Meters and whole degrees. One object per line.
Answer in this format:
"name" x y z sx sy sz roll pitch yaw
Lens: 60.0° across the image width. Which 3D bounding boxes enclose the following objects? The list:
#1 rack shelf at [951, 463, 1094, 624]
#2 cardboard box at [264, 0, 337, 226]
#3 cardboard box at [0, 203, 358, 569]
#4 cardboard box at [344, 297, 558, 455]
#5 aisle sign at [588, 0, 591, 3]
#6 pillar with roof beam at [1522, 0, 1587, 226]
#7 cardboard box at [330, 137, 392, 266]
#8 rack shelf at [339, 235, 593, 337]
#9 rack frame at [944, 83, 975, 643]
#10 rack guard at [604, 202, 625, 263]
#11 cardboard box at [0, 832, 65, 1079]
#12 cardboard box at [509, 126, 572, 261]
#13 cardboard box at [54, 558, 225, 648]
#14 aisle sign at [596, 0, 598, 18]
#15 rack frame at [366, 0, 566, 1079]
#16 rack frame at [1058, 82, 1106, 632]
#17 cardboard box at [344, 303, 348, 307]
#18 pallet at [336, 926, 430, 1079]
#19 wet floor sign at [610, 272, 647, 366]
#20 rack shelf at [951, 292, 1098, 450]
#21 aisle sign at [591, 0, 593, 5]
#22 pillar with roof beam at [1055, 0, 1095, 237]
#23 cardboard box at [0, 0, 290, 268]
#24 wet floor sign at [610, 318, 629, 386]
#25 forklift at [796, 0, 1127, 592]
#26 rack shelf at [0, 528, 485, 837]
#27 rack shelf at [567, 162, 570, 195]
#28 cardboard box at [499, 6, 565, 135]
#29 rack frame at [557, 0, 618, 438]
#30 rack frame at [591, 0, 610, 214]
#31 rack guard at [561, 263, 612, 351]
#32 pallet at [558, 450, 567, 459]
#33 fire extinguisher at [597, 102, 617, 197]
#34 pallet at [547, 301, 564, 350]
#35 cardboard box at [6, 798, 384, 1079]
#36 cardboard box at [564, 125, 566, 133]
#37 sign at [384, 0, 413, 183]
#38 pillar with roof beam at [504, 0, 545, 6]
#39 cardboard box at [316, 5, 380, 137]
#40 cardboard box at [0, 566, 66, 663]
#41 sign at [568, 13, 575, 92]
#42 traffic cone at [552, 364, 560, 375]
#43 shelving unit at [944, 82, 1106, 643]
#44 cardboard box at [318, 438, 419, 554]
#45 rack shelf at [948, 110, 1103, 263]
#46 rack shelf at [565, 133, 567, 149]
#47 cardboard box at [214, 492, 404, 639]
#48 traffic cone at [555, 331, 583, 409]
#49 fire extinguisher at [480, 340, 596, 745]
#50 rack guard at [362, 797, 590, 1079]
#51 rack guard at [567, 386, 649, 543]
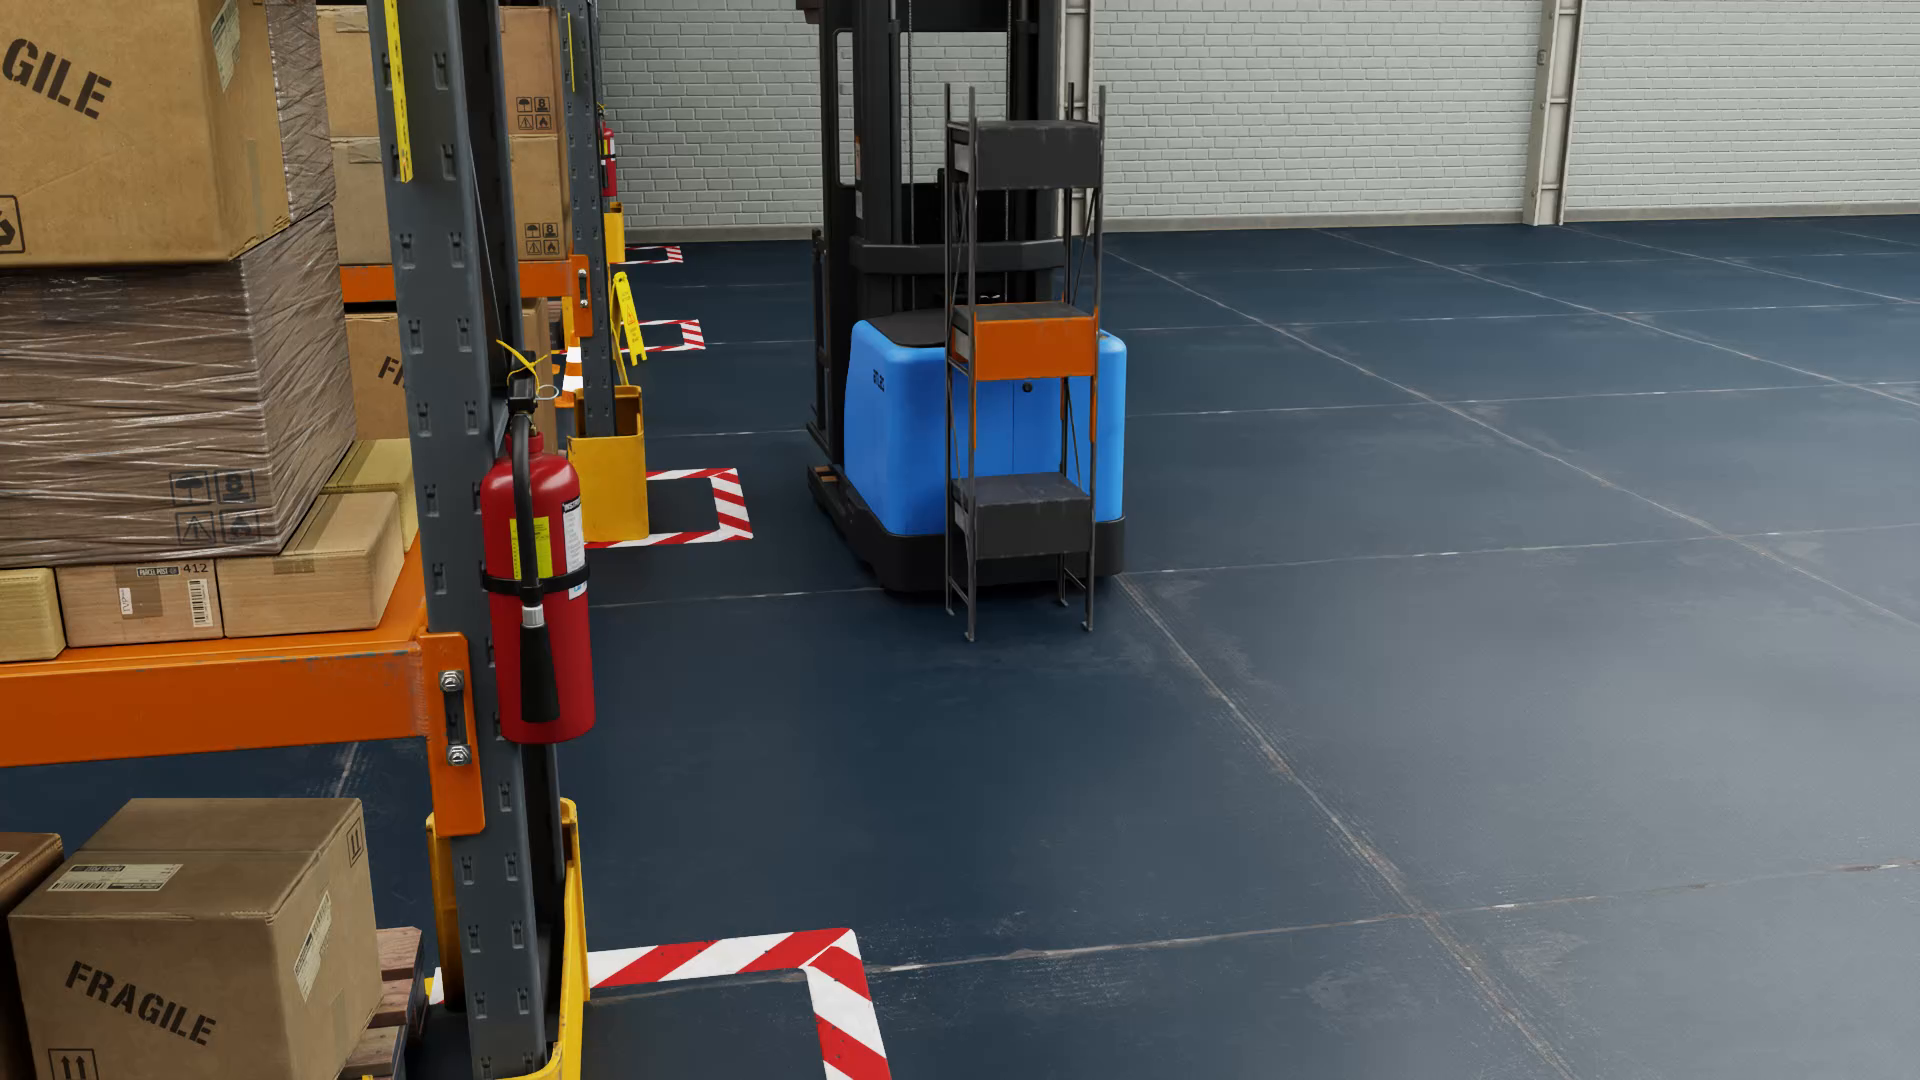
"rack shelf" 0.234 0.006 6.648 0.480 0.518 0.431 -4 18 -14
"cardboard box" -1.516 -0.873 3.167 0.500 0.500 0.500 -3 17 -10
"cardboard box" -1.469 -0.325 3.084 0.500 0.500 0.875 -3 17 -10
"cardboard box" -2.419 -0.721 7.955 0.875 0.875 0.875 -3 17 -10
"aisle sign" -1.639 -2.753 7.239 0.004 0.787 0.394 -3 17 -10
"pillar with roof beam" 7.995 -6.961 15.150 0.400 9.000 9.100 -3 17 -10
"cardboard box" -2.657 -1.594 7.638 0.550 0.550 0.875 -3 17 -10
"rack shelf" -3.729 -1.138 7.633 4.000 0.370 1.077 -3 17 -10
"rack frame" -0.002 -0.659 6.380 0.015 2.100 0.400 -4 18 -14
"rack guard" -3.726 -3.252 17.547 0.348 0.500 1.175 -3 17 -10
"cardboard box" -2.121 0.910 3.283 0.500 0.500 0.500 1 17 4
"cardboard box" -2.121 -1.631 7.758 0.550 0.550 0.875 -3 17 -10
"cardboard box" -1.410 0.052 2.963 0.250 0.149 0.380 -3 17 -10
"aisle sign" -3.629 -5.607 16.530 0.004 0.787 0.394 -3 17 -10
"rack frame" -0.924 -0.158 3.216 0.127 3.000 1.000 -3 17 -10
"rack frame" 0.470 -0.694 6.496 0.015 2.100 0.400 -4 18 -14
"cardboard box" -3.282 -0.672 7.793 0.875 0.875 0.875 -4 17 -11
"pallet" -1.803 1.215 3.497 1.213 0.211 1.003 -3 17 -10
"wet floor sign" -2.414 -1.591 11.893 0.232 0.644 0.267 3 17 9
"rack shelf" 0.234 -0.663 6.442 0.480 0.518 0.431 -4 18 -14
"aisle sign" -1.753 -2.926 7.802 0.004 0.787 0.394 -3 17 -10
"pillar with roof beam" 2.104 -6.627 14.062 0.400 9.000 9.100 -3 17 -10
"cardboard box" -1.417 -0.724 2.679 0.500 0.500 0.500 -3 17 -10
"wet floor sign" -2.113 -1.040 10.099 0.232 0.644 0.267 -6 18 -20
"forklift" -0.155 -1.579 7.961 1.130 2.935 3.031 -4 18 -14
"rack shelf" -2.888 0.298 2.959 4.000 0.370 1.077 -3 17 -10
"rack shelf" -4.768 -2.559 12.260 4.000 0.370 1.077 -3 17 -10
"cardboard box" -2.137 -2.171 7.678 0.550 0.550 0.875 -3 17 -10
"rack frame" -1.766 -1.593 7.890 0.127 3.000 1.000 -3 17 -10
"rack frame" -3.749 -4.445 17.175 0.127 3.000 1.000 -3 17 -10
"rack guard" -2.878 -1.815 12.870 0.348 0.500 1.175 -3 17 -10
"pallet" -2.536 -0.193 8.081 1.213 0.211 1.003 -3 17 -10
"fire extinguisher" -2.604 -2.851 12.117 0.183 0.674 0.296 -3 17 -10
"pallet" -3.683 -1.642 12.799 1.213 0.211 1.003 -3 17 -10
"cardboard box" -1.540 0.867 3.424 0.500 0.500 0.500 0 17 0
"cardboard box" -4.182 -4.390 16.825 0.500 0.500 0.500 -4 17 -12
"sign" -0.838 -0.701 2.475 0.005 0.325 0.100 -3 17 -10
"pillar with roof beam" -3.787 -6.293 12.974 0.400 9.000 9.100 -3 17 -10
"cardboard box" -2.660 -2.114 7.492 0.550 0.550 0.875 -3 17 -10
"cardboard box" -1.646 0.080 2.869 0.250 0.149 0.380 -3 17 -10
"sign" -1.676 -2.103 7.173 0.005 0.325 0.100 -3 17 -10
"traffic cone" -2.981 -1.406 11.601 0.334 0.463 0.336 -3 17 -10
"shelving unit" 0.234 -0.676 6.438 0.503 2.100 0.431 -4 18 -14
"cardboard box" -1.249 -0.090 3.425 0.250 0.149 0.380 -3 17 -10
"rack shelf" 0.234 -1.333 6.236 0.480 0.518 0.431 -4 18 -14
"rack shelf" -5.713 -3.990 16.918 4.000 0.370 1.077 -3 17 -10
"cardboard box" -1.165 0.038 3.007 0.250 0.149 0.380 -3 17 -10
"traffic cone" -2.437 -1.105 10.621 0.334 0.463 0.336 -3 17 -10
"fire extinguisher" -0.724 0.006 2.816 0.183 0.674 0.296 -3 17 -10
"rack guard" -0.998 1.042 3.569 0.348 0.500 1.175 -3 17 -10
"rack guard" -1.742 -0.399 8.261 0.348 0.500 1.175 -3 17 -10
